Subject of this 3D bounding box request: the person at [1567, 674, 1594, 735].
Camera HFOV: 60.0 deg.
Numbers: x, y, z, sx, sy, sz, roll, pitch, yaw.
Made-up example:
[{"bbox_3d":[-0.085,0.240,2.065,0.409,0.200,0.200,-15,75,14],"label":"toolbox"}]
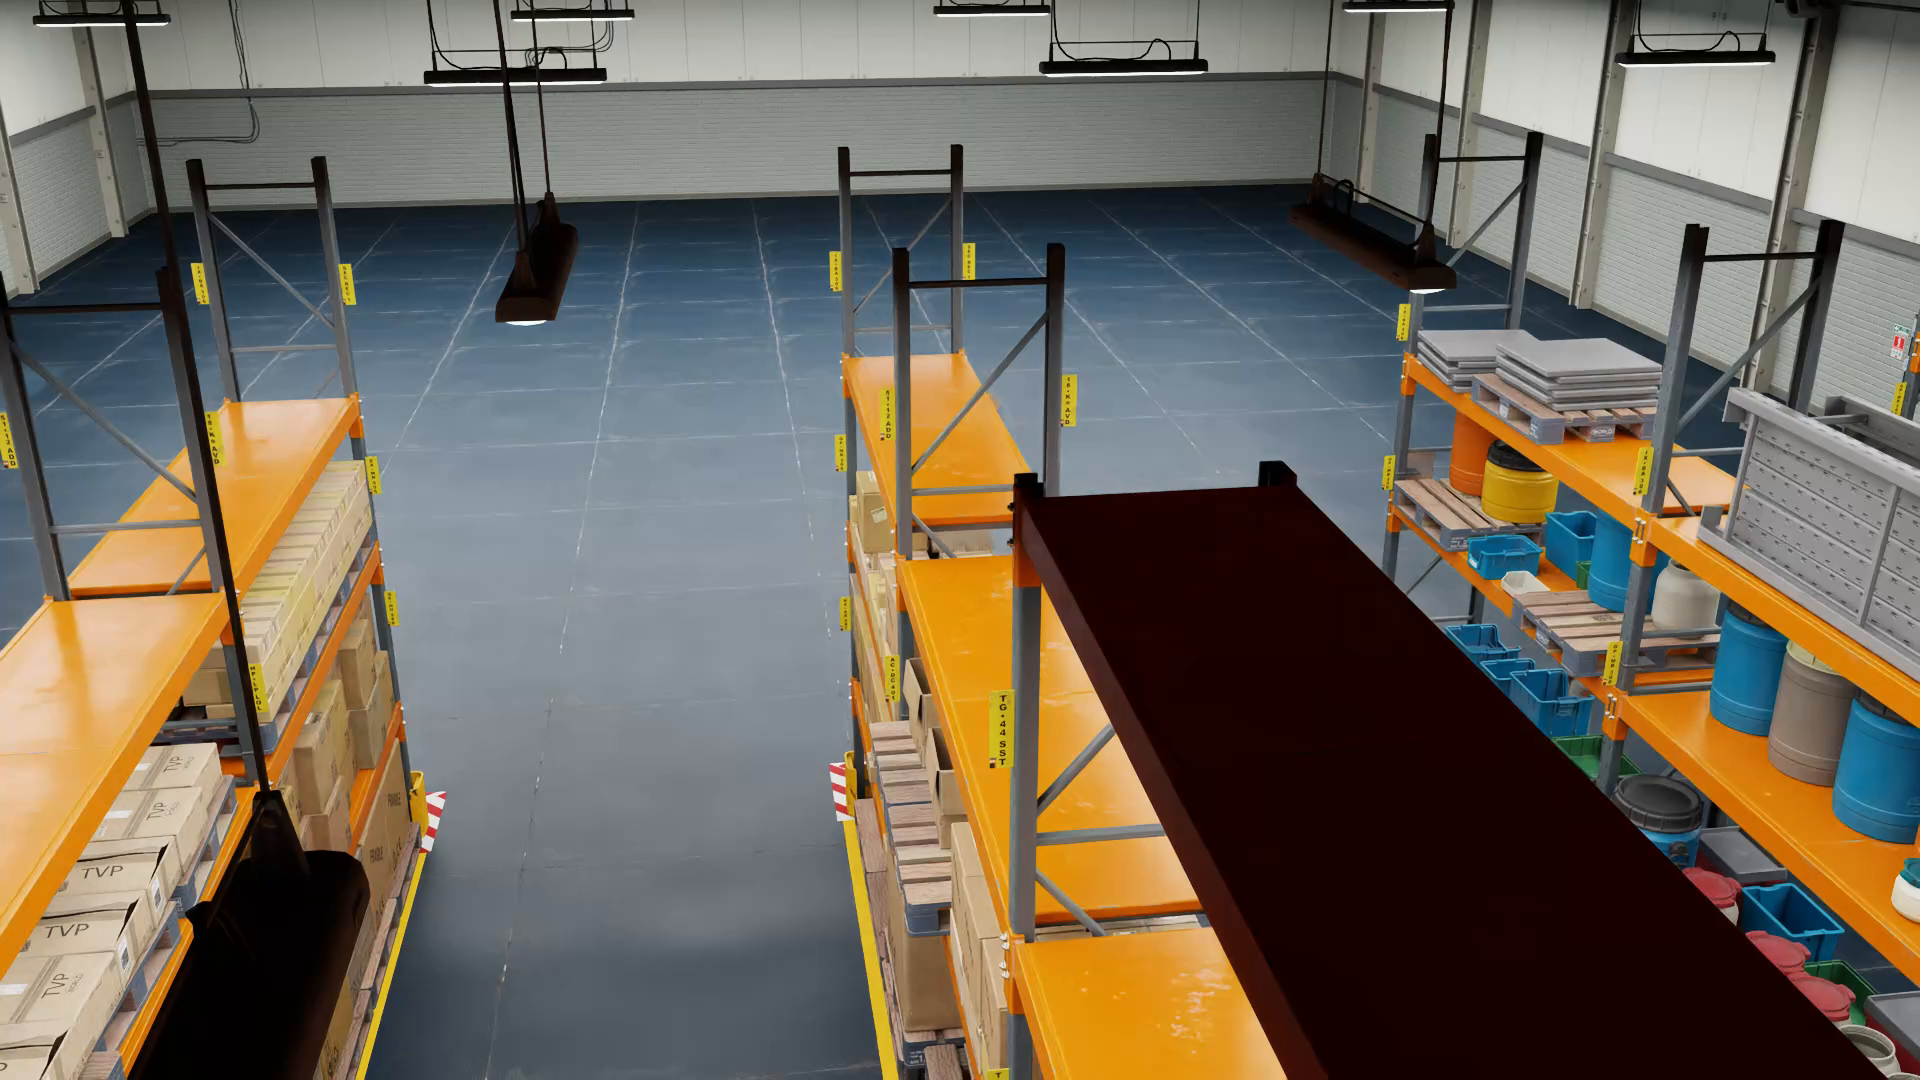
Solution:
[{"bbox_3d":[6.011,1.345,16.015,0.423,1.722,0.501,6,22,15],"label":"person"}]
